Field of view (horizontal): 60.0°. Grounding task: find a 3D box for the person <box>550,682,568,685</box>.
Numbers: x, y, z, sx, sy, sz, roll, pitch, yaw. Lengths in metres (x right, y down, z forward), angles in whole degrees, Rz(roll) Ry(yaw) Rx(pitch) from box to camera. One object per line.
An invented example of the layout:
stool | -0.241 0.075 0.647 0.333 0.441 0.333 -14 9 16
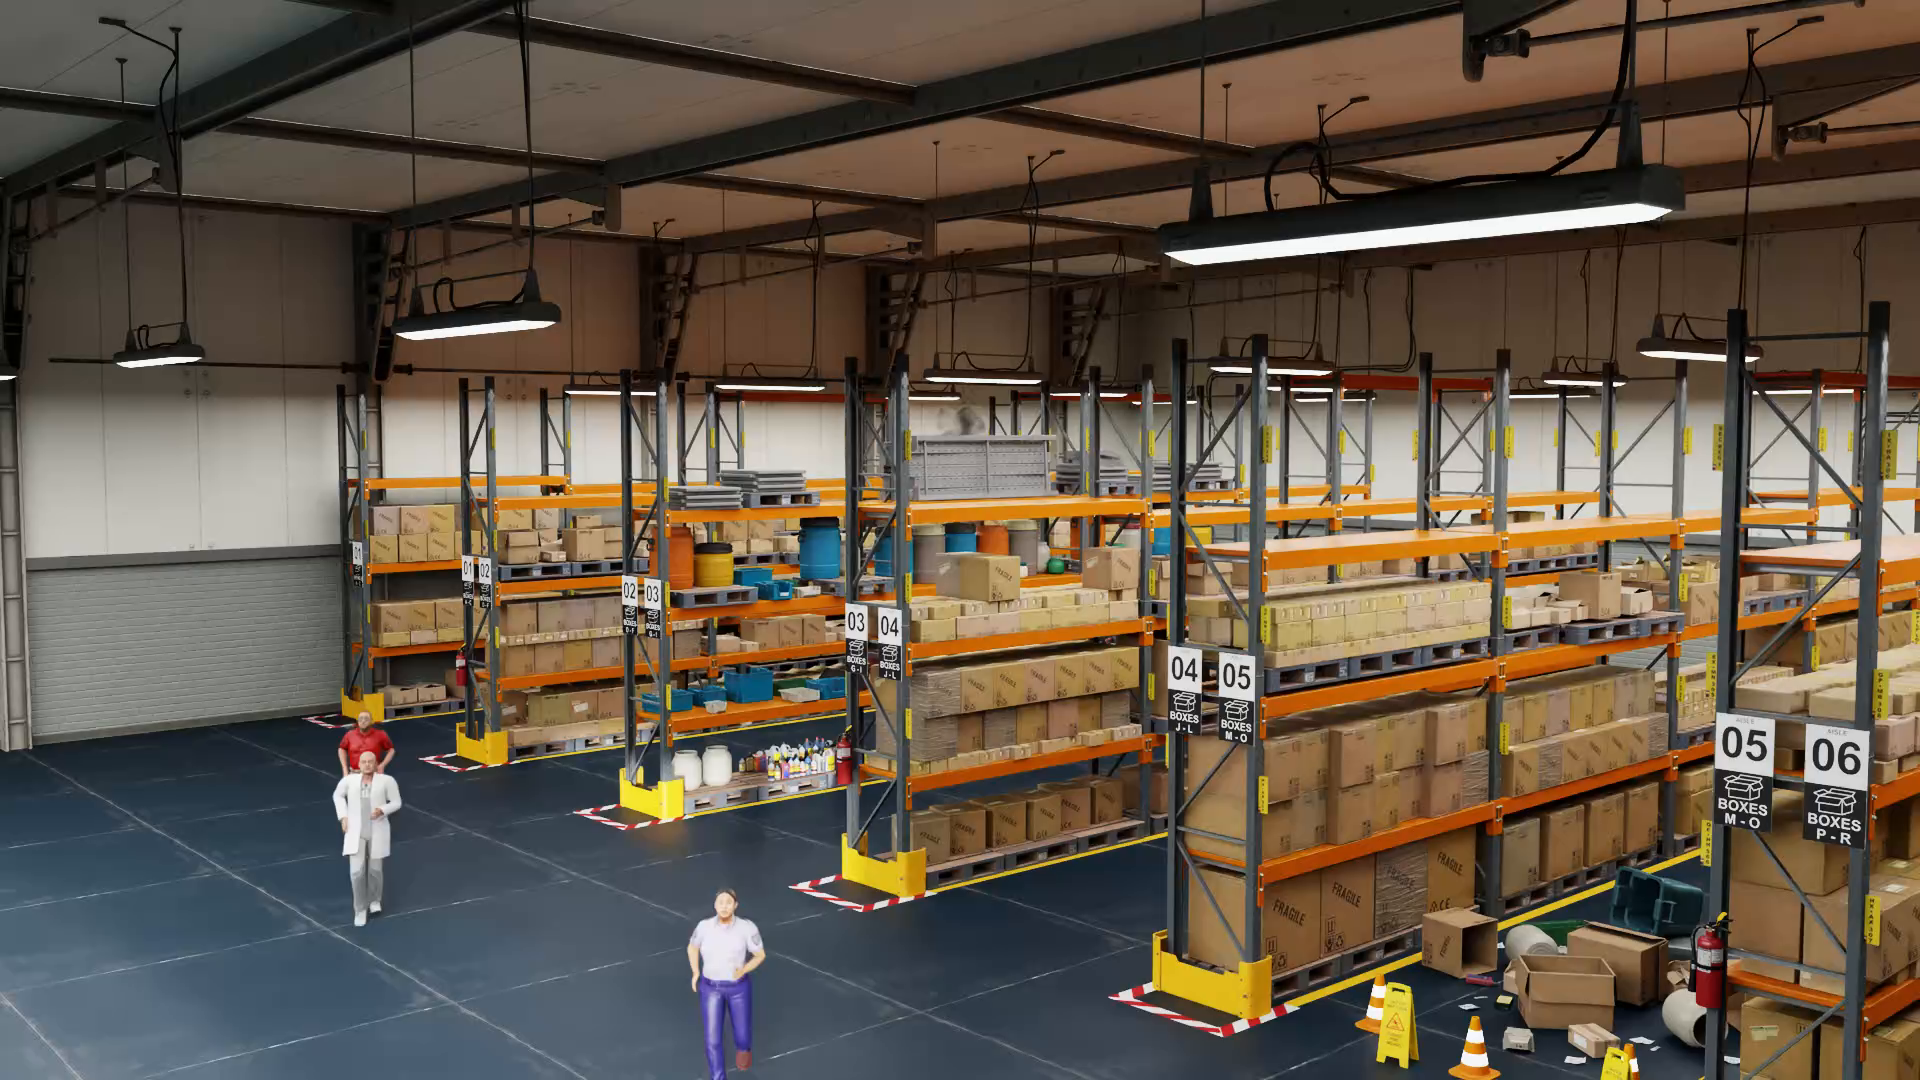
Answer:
person | -6.959 2.398 28.754 0.711 1.814 0.637 -4 5 -43

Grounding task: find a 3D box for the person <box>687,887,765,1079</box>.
person | -1.826 3.512 12.951 0.620 1.600 0.784 0 4 -3

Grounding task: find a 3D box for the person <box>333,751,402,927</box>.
person | -6.248 3.145 17.536 0.689 1.847 0.750 -1 4 -17

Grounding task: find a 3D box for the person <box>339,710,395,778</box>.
person | -7.386 2.961 20.695 0.673 1.693 0.592 -1 4 -15
